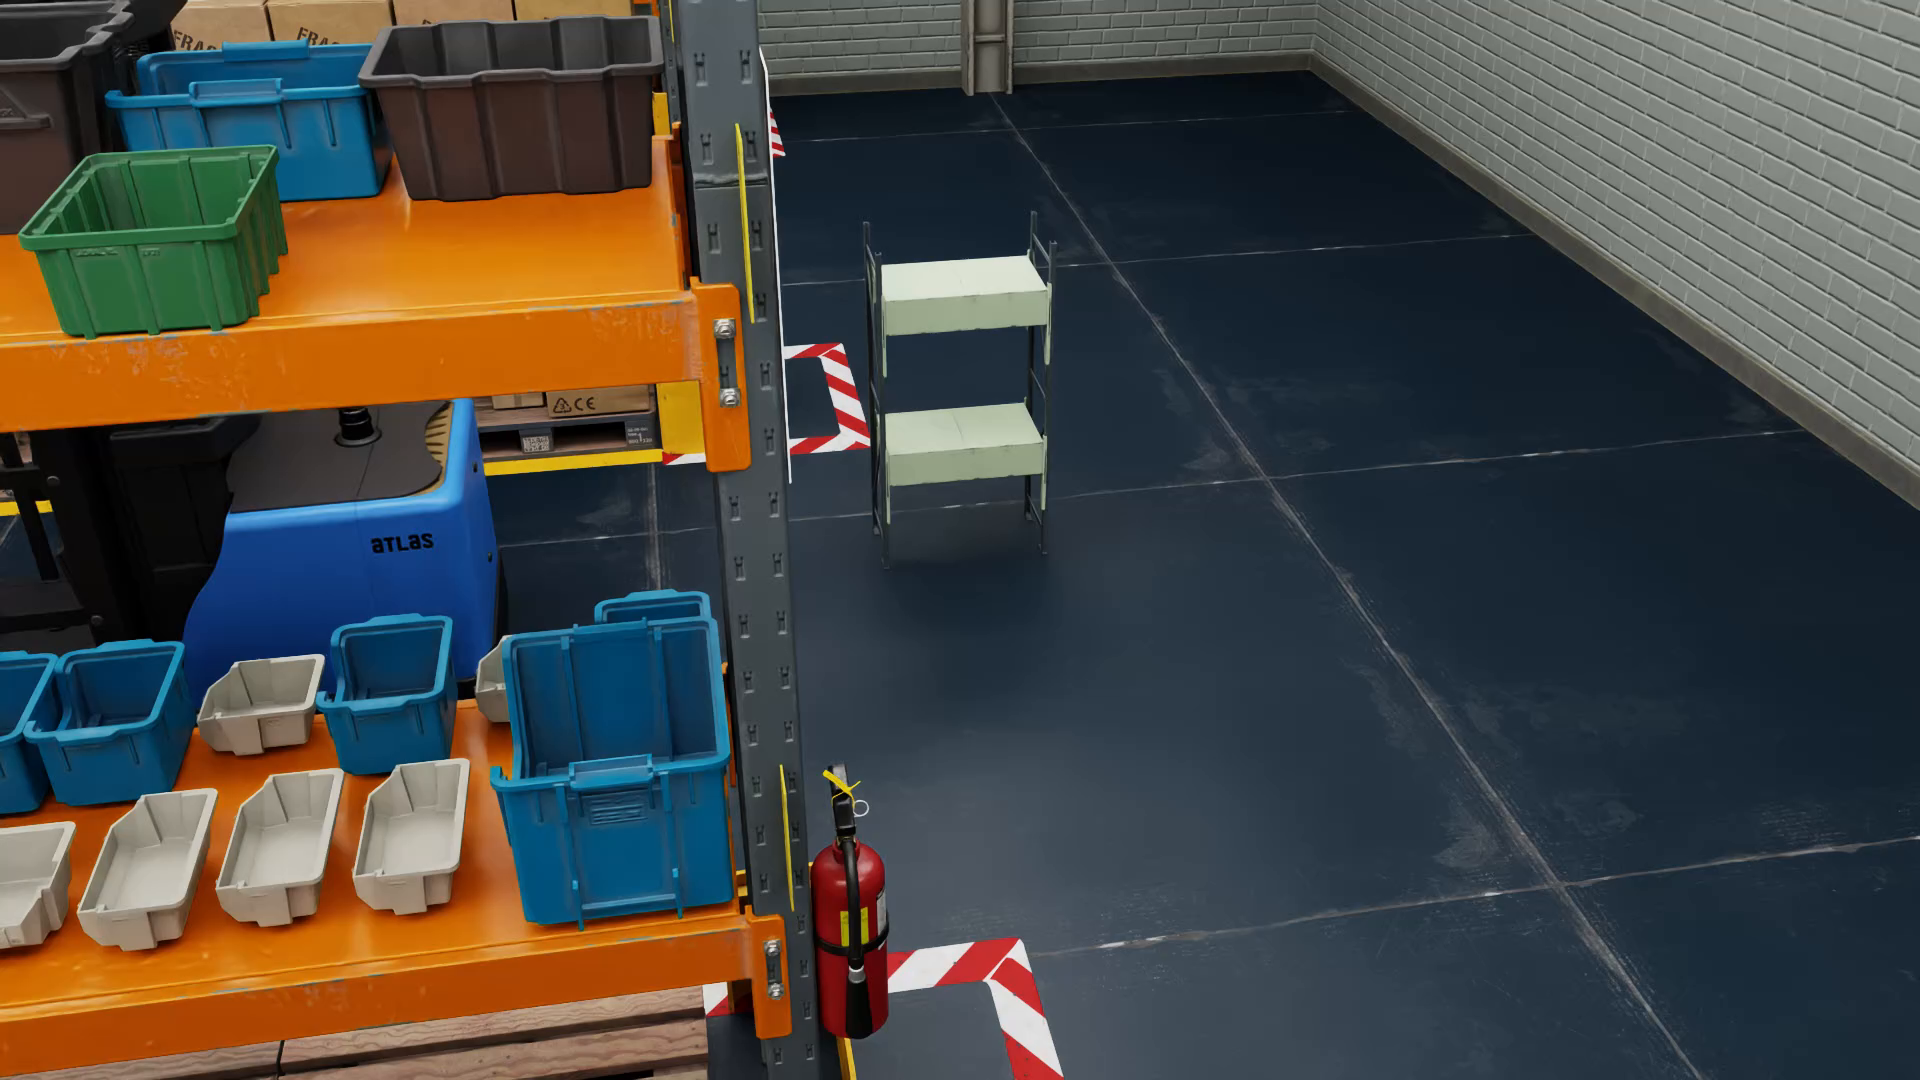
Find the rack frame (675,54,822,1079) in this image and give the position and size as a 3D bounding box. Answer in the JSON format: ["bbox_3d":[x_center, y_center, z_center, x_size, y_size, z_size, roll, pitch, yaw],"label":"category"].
[{"bbox_3d":[-0.484,0.435,4.052,0.127,3.000,1.000,-5,31,-9],"label":"rack frame"}]

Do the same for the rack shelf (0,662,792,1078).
[{"bbox_3d":[-2.451,0.927,3.923,4.000,0.370,1.077,-5,31,-9],"label":"rack shelf"}]

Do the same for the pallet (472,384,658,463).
[{"bbox_3d":[-2.231,-0.753,8.823,1.213,0.211,1.003,-5,31,-9],"label":"pallet"}]

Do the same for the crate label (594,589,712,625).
[{"bbox_3d":[-0.786,0.339,4.320,0.303,0.233,0.416,-5,31,-9],"label":"crate label"}]

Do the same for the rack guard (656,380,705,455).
[{"bbox_3d":[-1.447,-0.951,8.874,0.348,0.500,1.175,-5,31,-9],"label":"rack guard"}]

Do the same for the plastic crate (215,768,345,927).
[{"bbox_3d":[-1.541,0.706,3.790,0.243,0.136,0.396,-5,31,-9],"label":"plastic crate"}]

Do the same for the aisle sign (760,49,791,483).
[{"bbox_3d":[-0.360,-0.547,3.155,0.004,0.787,0.394,-5,31,-9],"label":"aisle sign"}]

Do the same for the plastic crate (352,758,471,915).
[{"bbox_3d":[-1.254,0.687,3.823,0.243,0.136,0.396,-5,31,-9],"label":"plastic crate"}]

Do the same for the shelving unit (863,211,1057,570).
[{"bbox_3d":[-0.007,-0.646,7.369,0.755,1.500,0.431,-5,31,-9],"label":"shelving unit"}]

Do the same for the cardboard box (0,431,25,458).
[{"bbox_3d":[-4.855,-0.631,8.083,0.500,0.311,0.500,-5,31,-9],"label":"cardboard box"}]

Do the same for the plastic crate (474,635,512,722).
[{"bbox_3d":[-1.117,0.369,4.364,0.298,0.136,0.250,-5,31,-9],"label":"plastic crate"}]

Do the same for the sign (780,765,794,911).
[{"bbox_3d":[-0.369,0.637,3.546,0.005,0.325,0.100,-5,31,-9],"label":"sign"}]

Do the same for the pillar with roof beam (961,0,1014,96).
[{"bbox_3d":[1.007,-5.622,8.434,0.400,9.000,9.100,-5,31,-9],"label":"pillar with roof beam"}]

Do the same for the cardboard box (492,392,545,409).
[{"bbox_3d":[-2.278,-0.839,8.579,0.250,0.166,0.380,-5,31,-9],"label":"cardboard box"}]

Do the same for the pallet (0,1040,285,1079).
[{"bbox_3d":[-2.500,1.802,4.477,1.213,0.211,1.003,-5,31,-9],"label":"pallet"}]

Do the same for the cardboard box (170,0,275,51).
[{"bbox_3d":[-3.272,-2.189,7.428,0.500,0.500,0.500,-4,31,-7],"label":"cardboard box"}]

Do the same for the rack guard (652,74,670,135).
[{"bbox_3d":[-2.245,-3.430,13.089,0.348,0.500,1.175,-5,31,-9],"label":"rack guard"}]

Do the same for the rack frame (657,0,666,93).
[{"bbox_3d":[-2.268,-4.505,12.452,0.127,3.000,1.000,-5,31,-9],"label":"rack frame"}]

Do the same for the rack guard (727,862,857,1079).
[{"bbox_3d":[-0.463,1.503,4.700,0.348,0.500,1.175,-5,31,-9],"label":"rack guard"}]

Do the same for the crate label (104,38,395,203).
[{"bbox_3d":[-1.450,-0.871,3.460,0.502,0.251,0.408,-5,31,-9],"label":"crate label"}]

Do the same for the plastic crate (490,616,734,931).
[{"bbox_3d":[-0.780,0.517,3.817,0.499,0.435,0.616,-5,31,-9],"label":"plastic crate"}]

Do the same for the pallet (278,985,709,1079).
[{"bbox_3d":[-1.302,1.693,4.663,1.213,0.211,1.003,-5,31,-9],"label":"pallet"}]

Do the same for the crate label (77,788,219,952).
[{"bbox_3d":[-1.811,0.744,3.726,0.243,0.136,0.396,-5,31,-9],"label":"crate label"}]

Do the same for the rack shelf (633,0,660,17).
[{"bbox_3d":[-4.236,-4.012,12.324,4.000,0.370,1.077,-5,31,-9],"label":"rack shelf"}]

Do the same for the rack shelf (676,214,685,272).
[{"bbox_3d":[-3.340,-1.543,8.124,4.000,0.370,1.077,-5,31,-9],"label":"rack shelf"}]

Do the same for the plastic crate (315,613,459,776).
[{"bbox_3d":[-1.434,0.399,4.217,0.300,0.233,0.416,-5,31,-9],"label":"plastic crate"}]

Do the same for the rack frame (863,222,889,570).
[{"bbox_3d":[-0.367,-0.612,7.312,0.023,1.500,0.400,-5,31,-9],"label":"rack frame"}]

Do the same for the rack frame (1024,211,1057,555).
[{"bbox_3d":[0.353,-0.679,7.426,0.023,1.500,0.400,-5,31,-9],"label":"rack frame"}]

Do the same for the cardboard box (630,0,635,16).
[{"bbox_3d":[-1.857,-2.600,8.128,0.500,0.500,0.500,-4,31,-7],"label":"cardboard box"}]

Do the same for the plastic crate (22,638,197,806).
[{"bbox_3d":[-2.081,0.460,4.115,0.300,0.233,0.416,-5,31,-9],"label":"plastic crate"}]

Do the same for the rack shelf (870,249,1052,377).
[{"bbox_3d":[-0.007,-0.982,7.171,0.720,0.370,0.431,-5,31,-9],"label":"rack shelf"}]

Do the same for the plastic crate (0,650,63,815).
[{"bbox_3d":[-2.377,0.487,4.069,0.300,0.233,0.416,-5,31,-9],"label":"plastic crate"}]

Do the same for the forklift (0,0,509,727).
[{"bbox_3d":[-3.344,-0.580,5.845,3.031,2.935,1.130,-6,31,-10],"label":"forklift"}]

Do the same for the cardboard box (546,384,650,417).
[{"bbox_3d":[-1.863,-0.975,8.481,0.500,0.500,0.500,-5,31,-9],"label":"cardboard box"}]

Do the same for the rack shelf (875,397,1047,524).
[{"bbox_3d":[-0.007,-0.365,7.534,0.720,0.370,0.431,-5,31,-9],"label":"rack shelf"}]

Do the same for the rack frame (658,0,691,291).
[{"bbox_3d":[-1.373,-2.035,8.252,0.127,3.000,1.000,-5,31,-9],"label":"rack frame"}]

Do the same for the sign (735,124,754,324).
[{"bbox_3d":[-0.369,-0.541,2.854,0.005,0.325,0.100,-5,31,-9],"label":"sign"}]

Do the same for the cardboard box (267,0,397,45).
[{"bbox_3d":[-2.767,-2.236,7.507,0.500,0.500,0.500,-4,31,-8],"label":"cardboard box"}]

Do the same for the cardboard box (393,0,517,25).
[{"bbox_3d":[-2.258,-2.285,7.592,0.500,0.500,0.500,-4,31,-8],"label":"cardboard box"}]

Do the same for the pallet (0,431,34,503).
[{"bbox_3d":[-4.631,-0.530,8.444,1.213,0.211,1.003,-5,31,-9],"label":"pallet"}]

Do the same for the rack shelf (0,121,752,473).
[{"bbox_3d":[-2.451,-0.366,3.163,4.000,0.370,1.077,-5,31,-9],"label":"rack shelf"}]

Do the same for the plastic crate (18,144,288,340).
[{"bbox_3d":[-1.403,-0.535,2.950,0.336,0.188,0.450,-5,31,-9],"label":"plastic crate"}]

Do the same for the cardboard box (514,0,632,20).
[{"bbox_3d":[-1.761,-2.332,7.671,0.500,0.500,0.500,-6,31,-9],"label":"cardboard box"}]

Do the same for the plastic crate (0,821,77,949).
[{"bbox_3d":[-2.099,0.780,3.665,0.250,0.136,0.298,-5,31,-9],"label":"plastic crate"}]

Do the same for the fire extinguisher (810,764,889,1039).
[{"bbox_3d":[-0.254,0.842,3.804,0.183,0.674,0.296,-5,31,-9],"label":"fire extinguisher"}]

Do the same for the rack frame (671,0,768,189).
[{"bbox_3d":[-0.484,-2.151,2.531,0.127,3.000,1.000,-5,31,-9],"label":"rack frame"}]

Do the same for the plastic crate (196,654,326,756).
[{"bbox_3d":[-1.784,0.431,4.259,0.298,0.136,0.250,-5,31,-9],"label":"plastic crate"}]

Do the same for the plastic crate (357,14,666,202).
[{"bbox_3d":[-0.913,-0.906,3.501,0.590,0.269,0.497,-5,31,-9],"label":"plastic crate"}]

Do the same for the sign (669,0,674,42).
[{"bbox_3d":[-1.292,-2.392,7.405,0.005,0.325,0.100,-5,31,-9],"label":"sign"}]

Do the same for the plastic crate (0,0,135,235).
[{"bbox_3d":[-2.036,-0.829,3.303,0.767,0.338,0.504,-5,31,-9],"label":"plastic crate"}]
